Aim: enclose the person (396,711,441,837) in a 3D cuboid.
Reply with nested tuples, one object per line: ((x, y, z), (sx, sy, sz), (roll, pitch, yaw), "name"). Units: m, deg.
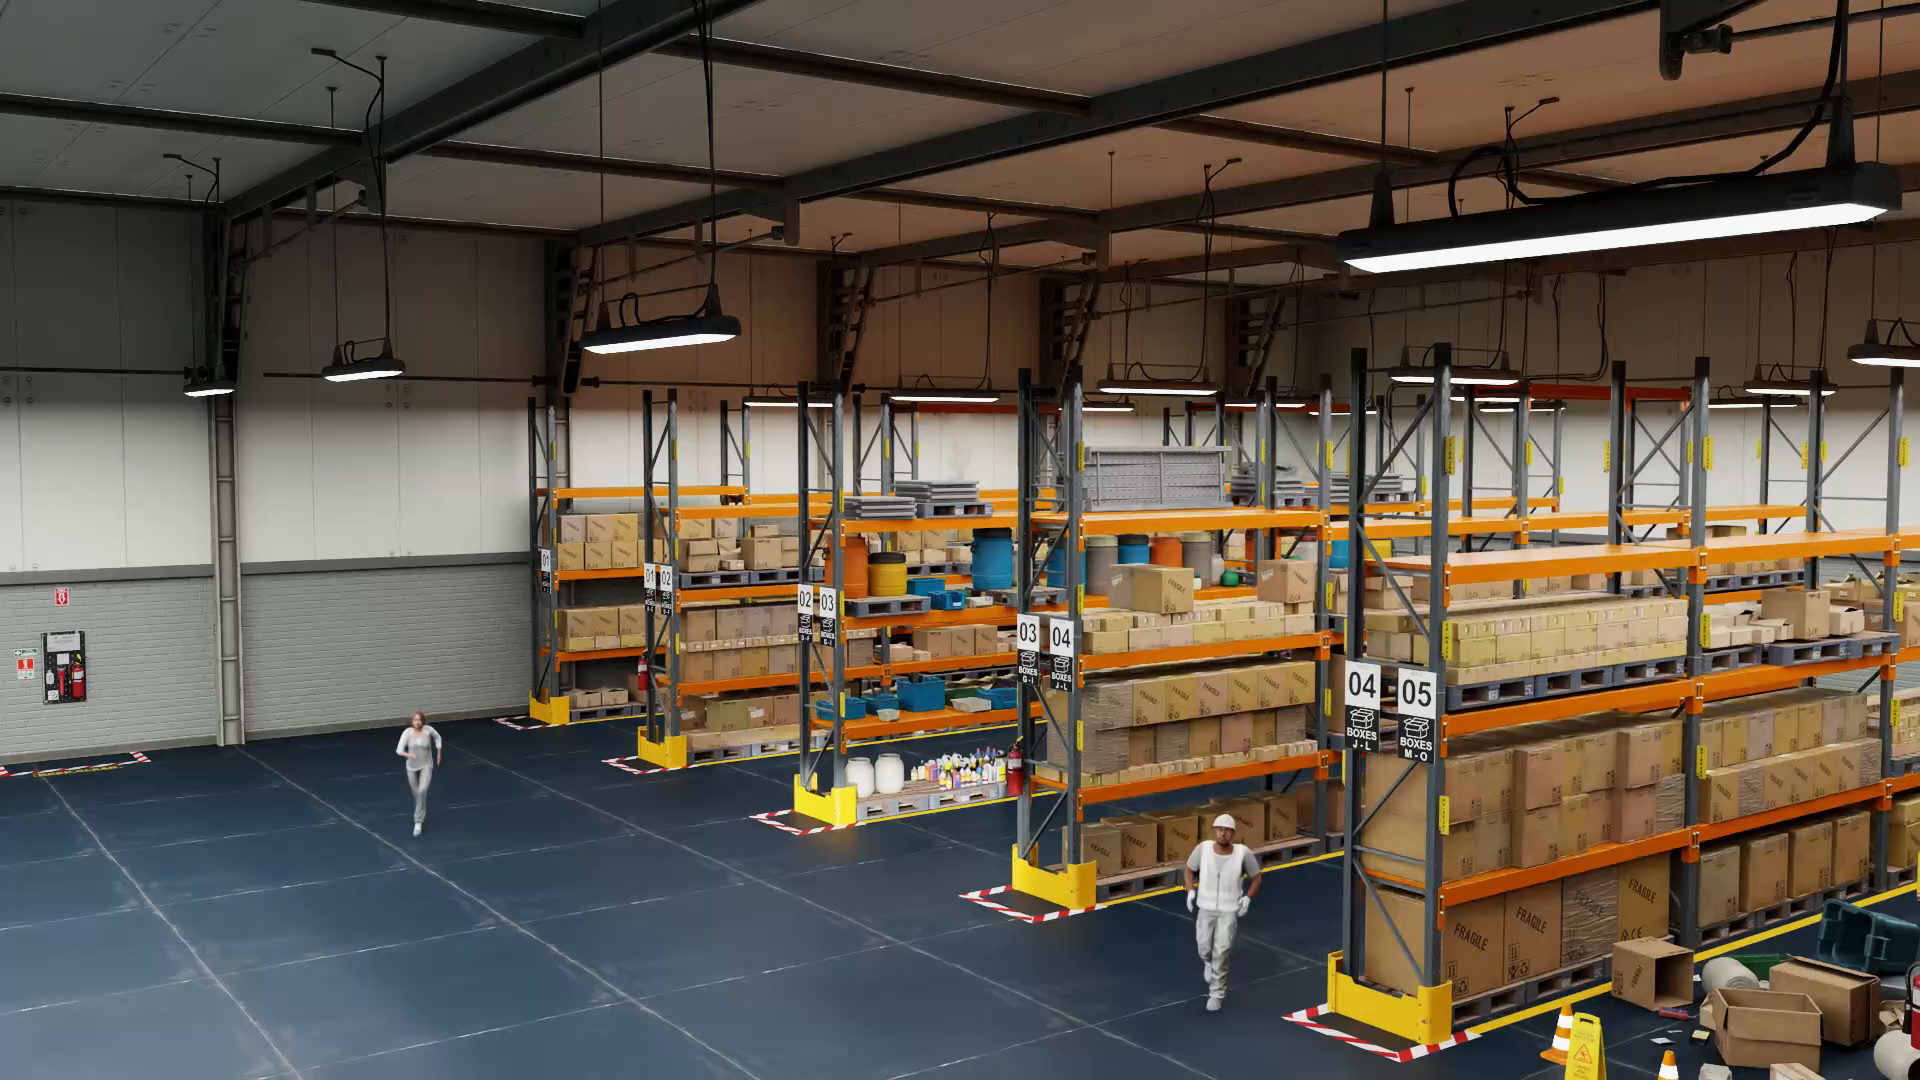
((-7.200, 3.059, 22.150), (0.562, 1.612, 0.903), (-1, 3, -15), "person")

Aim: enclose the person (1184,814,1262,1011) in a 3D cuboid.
((2.419, 3.390, 15.357), (0.718, 1.753, 0.728), (1, 3, 16), "person")
